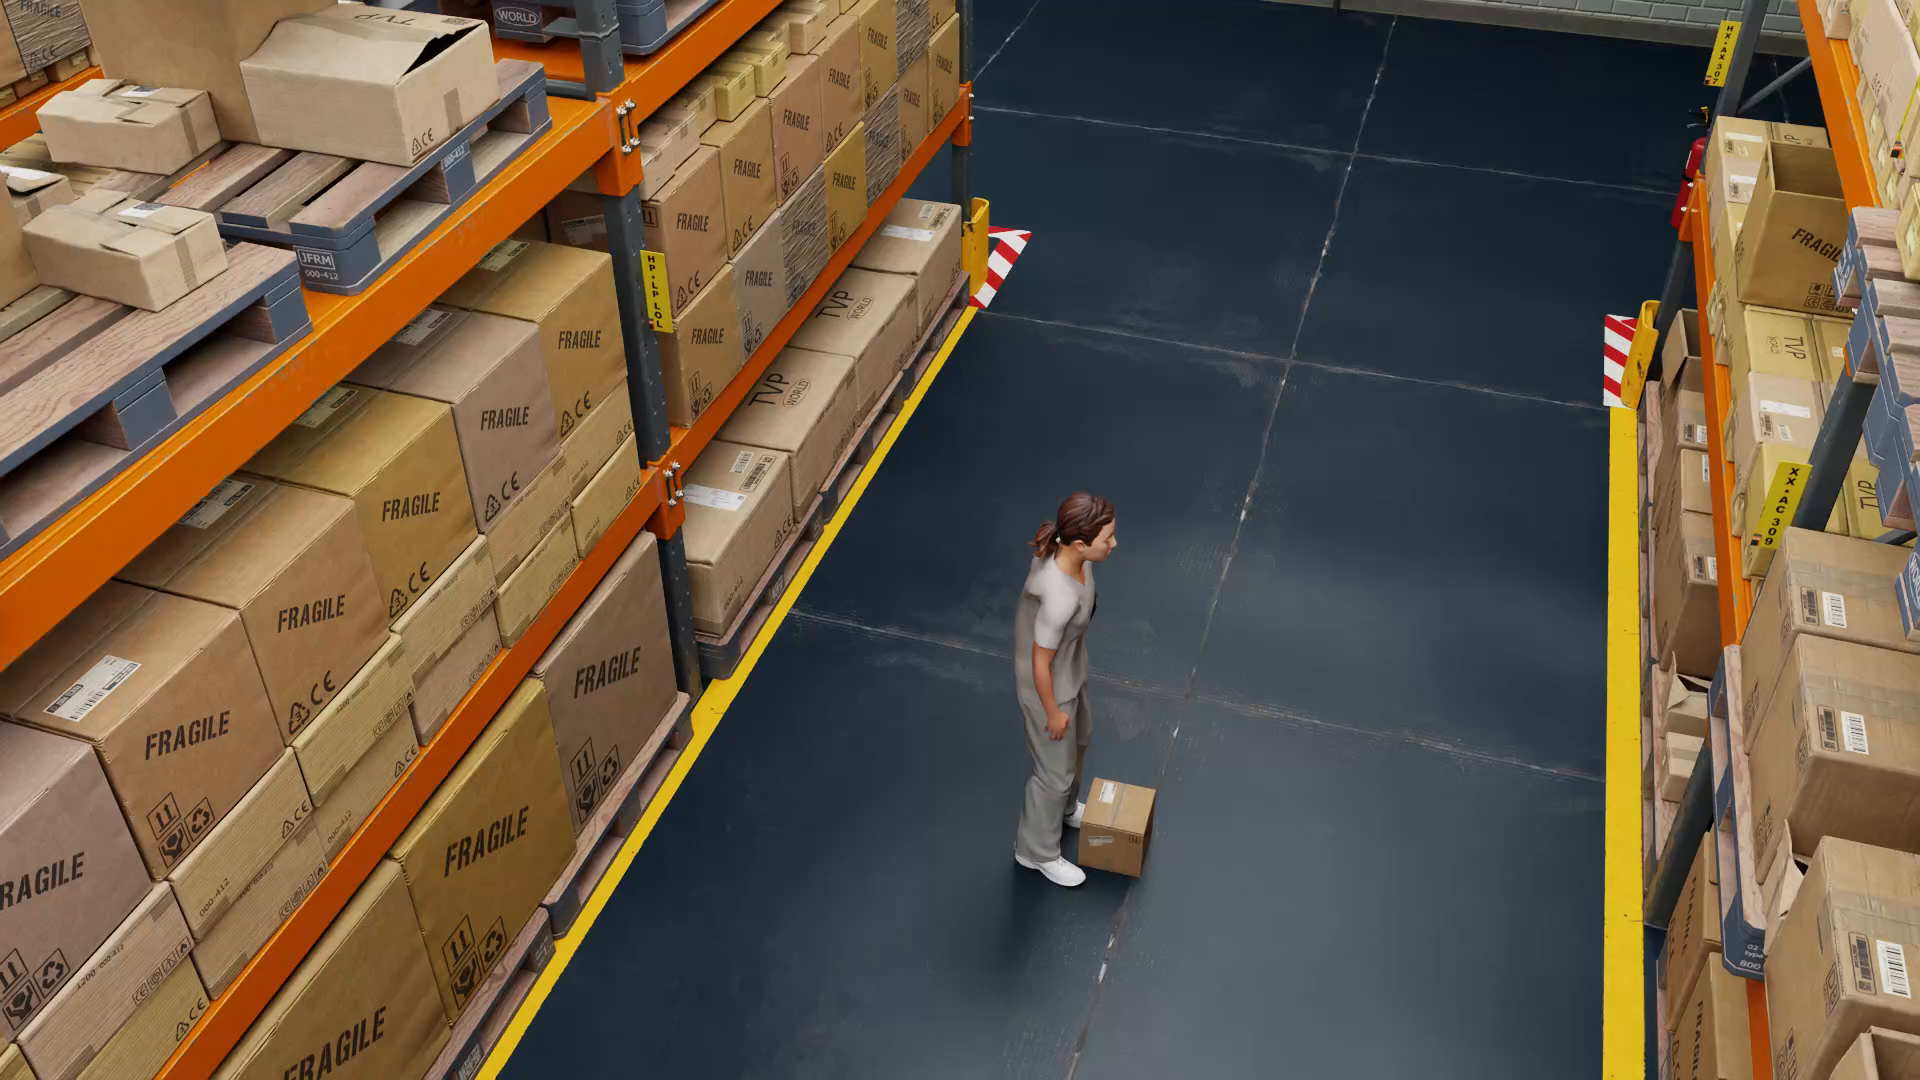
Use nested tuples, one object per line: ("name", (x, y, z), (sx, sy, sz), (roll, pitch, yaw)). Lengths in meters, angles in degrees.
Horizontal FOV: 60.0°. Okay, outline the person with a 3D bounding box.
("person", (0.382, 0.530, 6.194), (0.368, 1.671, 0.503), (9, 38, 11))
